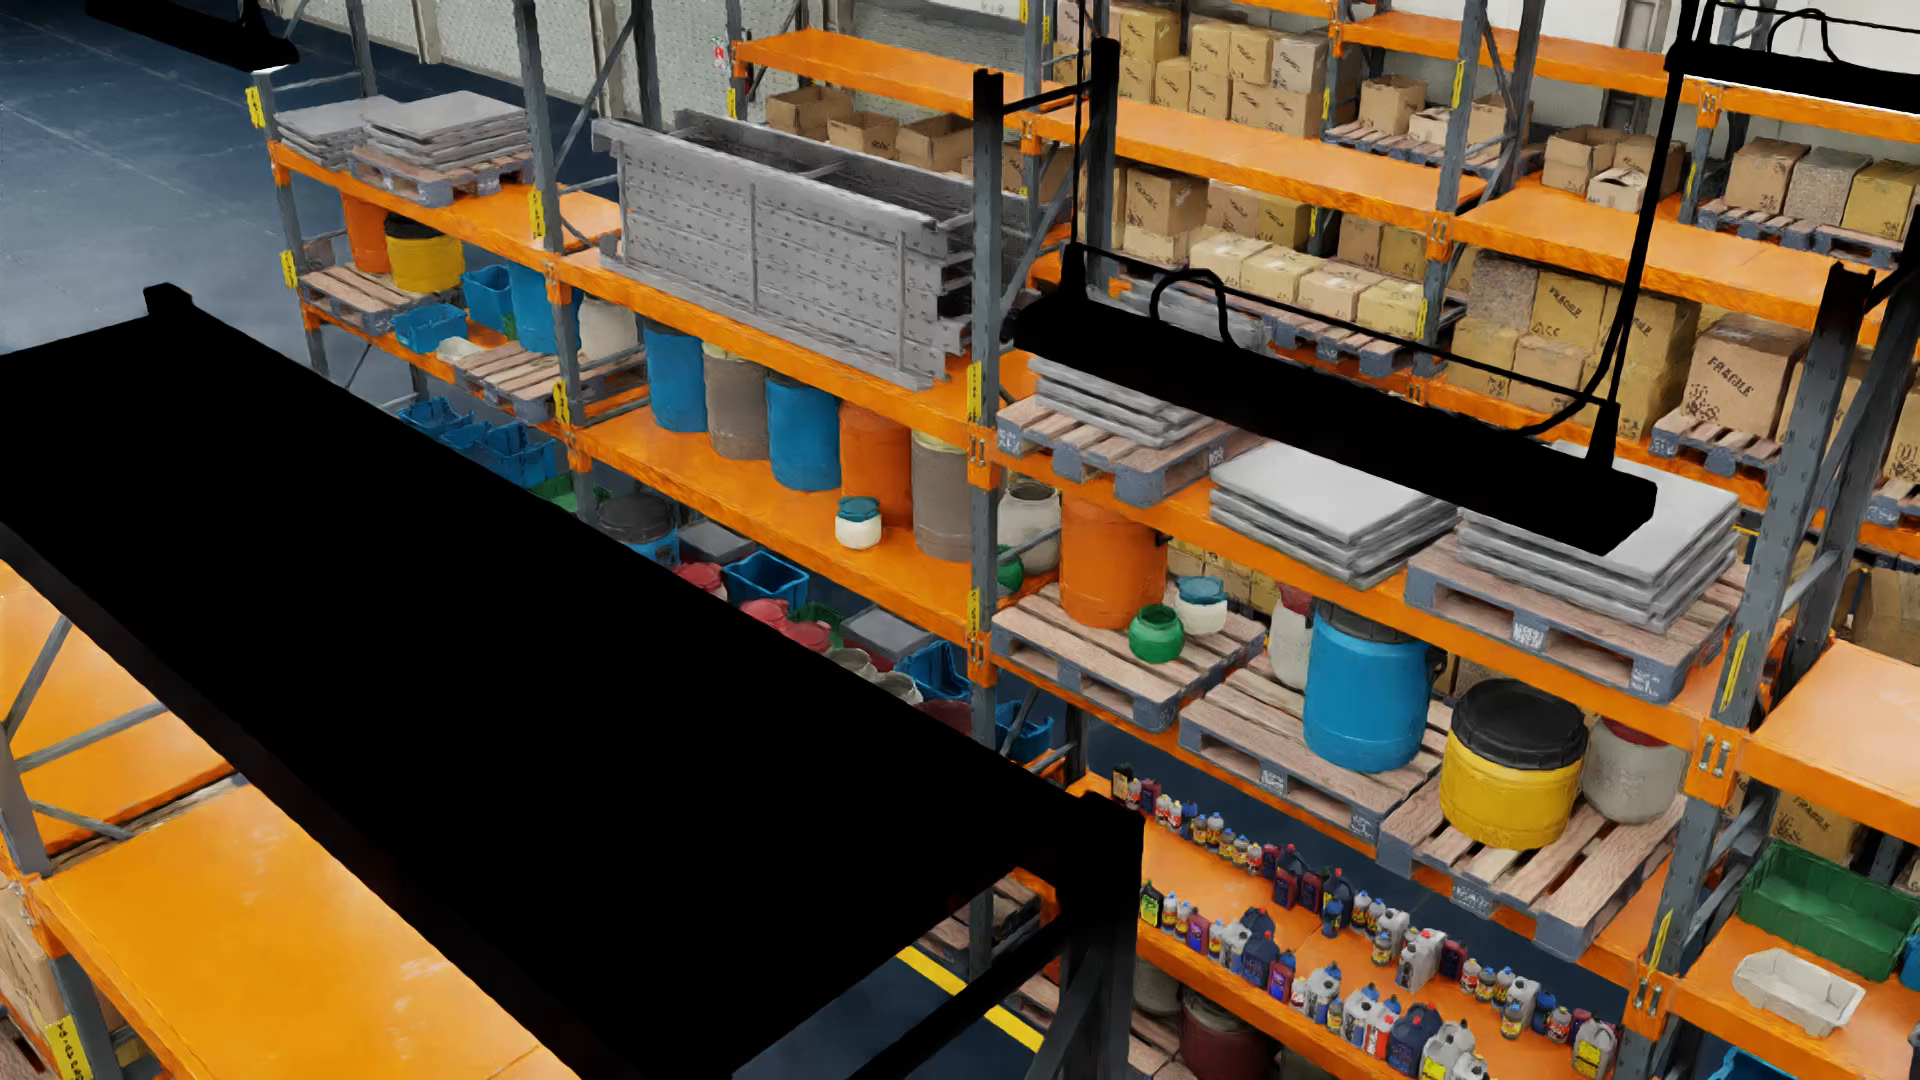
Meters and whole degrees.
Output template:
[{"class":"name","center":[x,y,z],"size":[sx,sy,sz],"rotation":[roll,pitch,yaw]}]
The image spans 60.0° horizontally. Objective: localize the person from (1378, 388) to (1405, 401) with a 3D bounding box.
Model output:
[{"class":"person","center":[4.605,-1.574,17.307],"size":[0.578,1.714,0.719],"rotation":[23,37,35]}]
